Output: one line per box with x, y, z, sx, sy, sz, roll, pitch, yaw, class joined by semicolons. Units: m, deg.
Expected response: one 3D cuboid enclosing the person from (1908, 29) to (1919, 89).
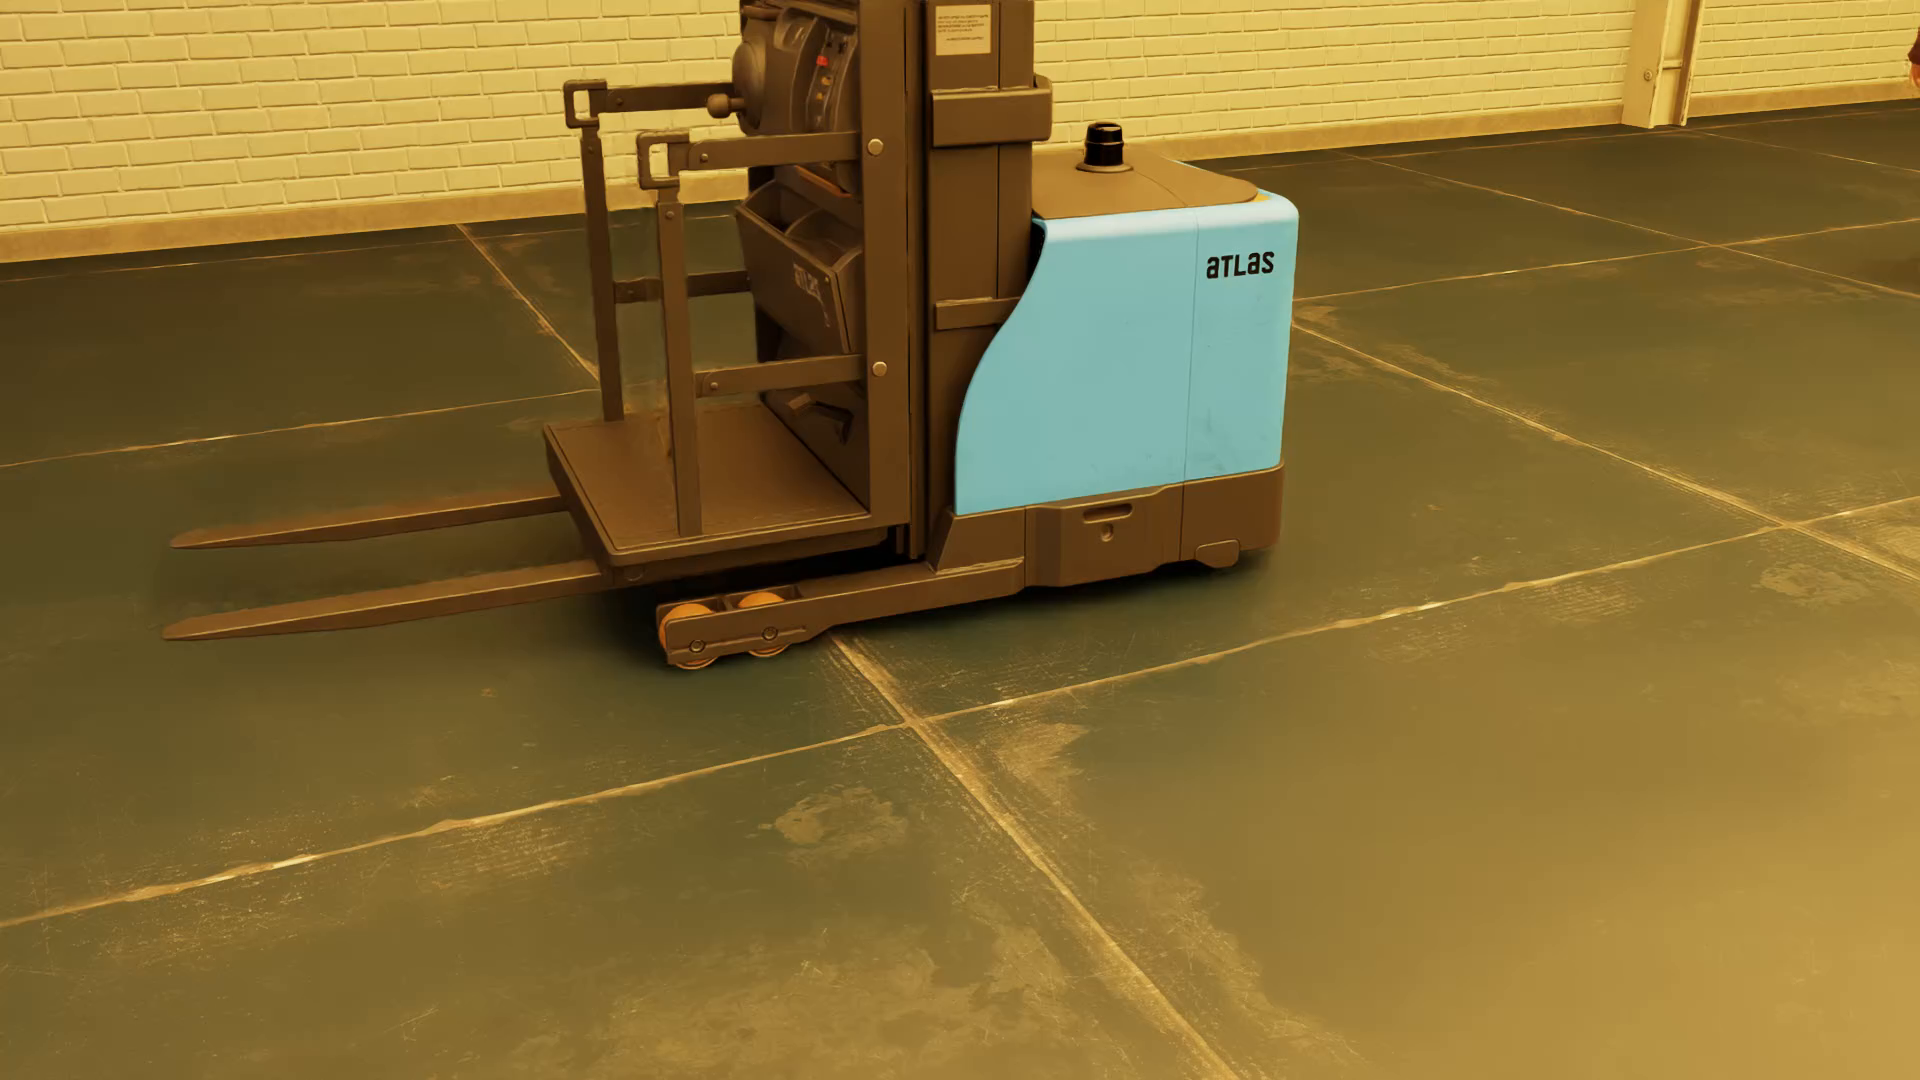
5.055;-2.181;8.118;0.494;1.780;0.867;-18;29;-37;person

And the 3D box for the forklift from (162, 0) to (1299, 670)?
-0.621;-1.248;4.291;3.031;2.935;1.130;-9;24;-20;forklift
